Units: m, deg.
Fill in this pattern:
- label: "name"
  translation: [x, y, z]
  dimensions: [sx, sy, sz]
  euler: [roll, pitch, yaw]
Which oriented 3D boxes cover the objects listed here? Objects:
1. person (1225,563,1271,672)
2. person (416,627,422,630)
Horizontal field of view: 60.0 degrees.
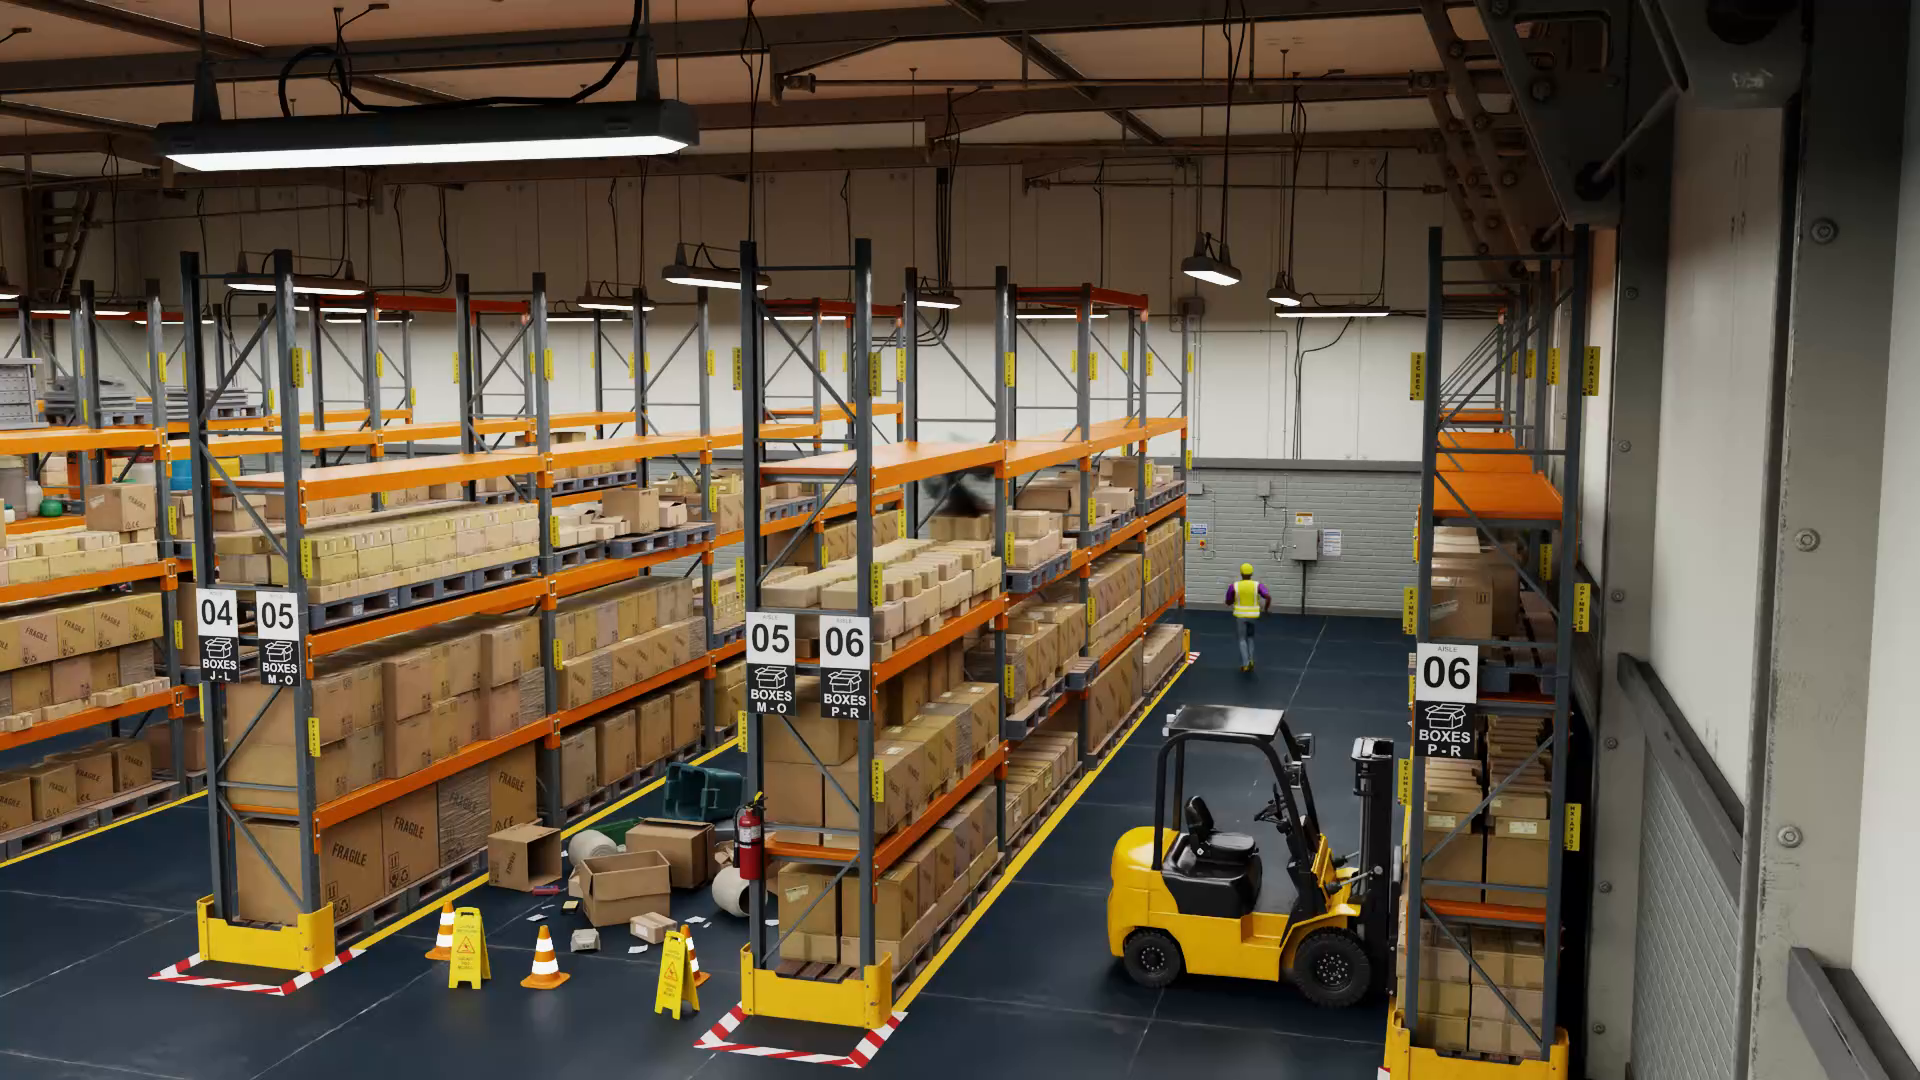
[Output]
- label: "person"
  translation: [4.630, 1.284, 26.877]
  dimensions: [0.669, 1.828, 0.766]
  euler: [0, 6, -3]
- label: "person"
  translation: [-6.909, 1.941, 21.058]
  dimensions: [0.650, 1.740, 0.577]
  euler: [0, 6, 4]
